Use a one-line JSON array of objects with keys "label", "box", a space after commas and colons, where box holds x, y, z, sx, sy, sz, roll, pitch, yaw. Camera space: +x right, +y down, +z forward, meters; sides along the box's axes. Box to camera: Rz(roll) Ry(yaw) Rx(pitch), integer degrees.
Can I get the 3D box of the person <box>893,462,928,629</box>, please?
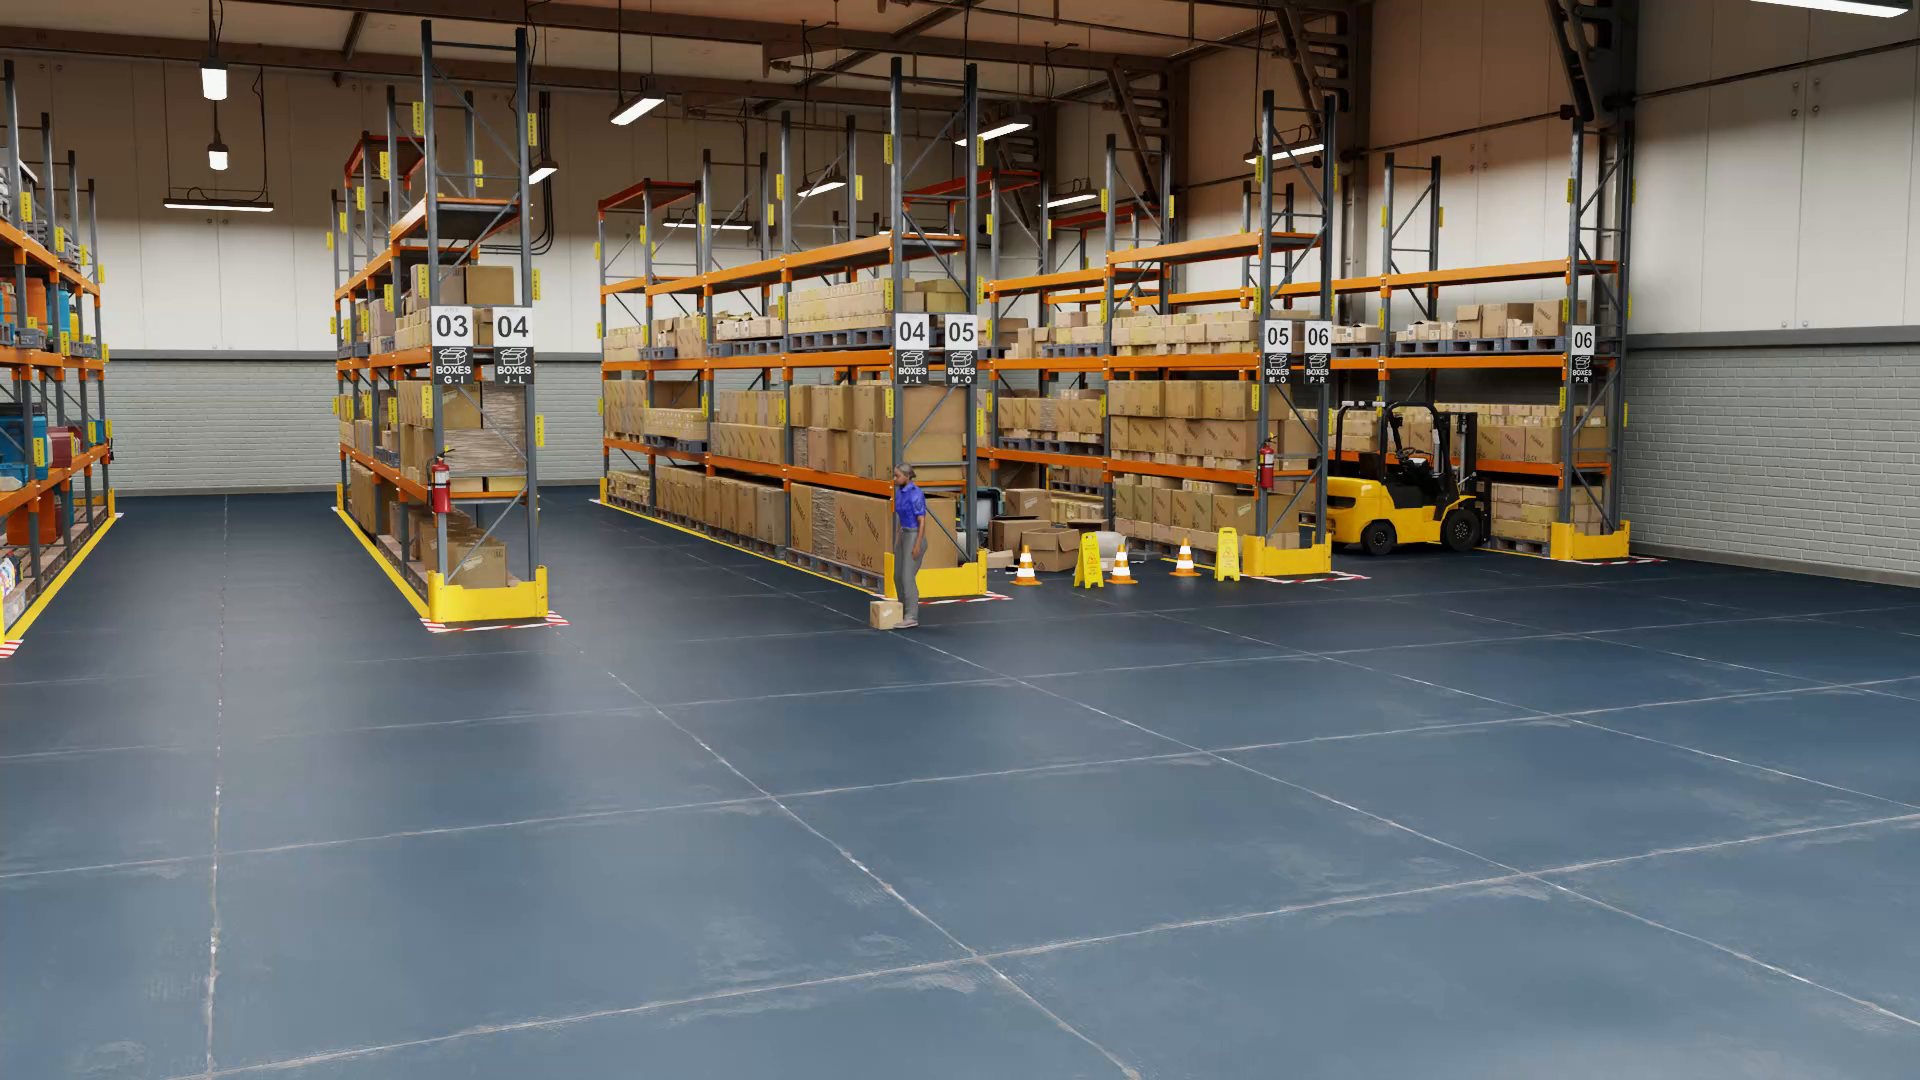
[{"label": "person", "box": [-0.544, 0.041, 16.607, 0.403, 1.654, 0.530, -3, 6, -27]}]
